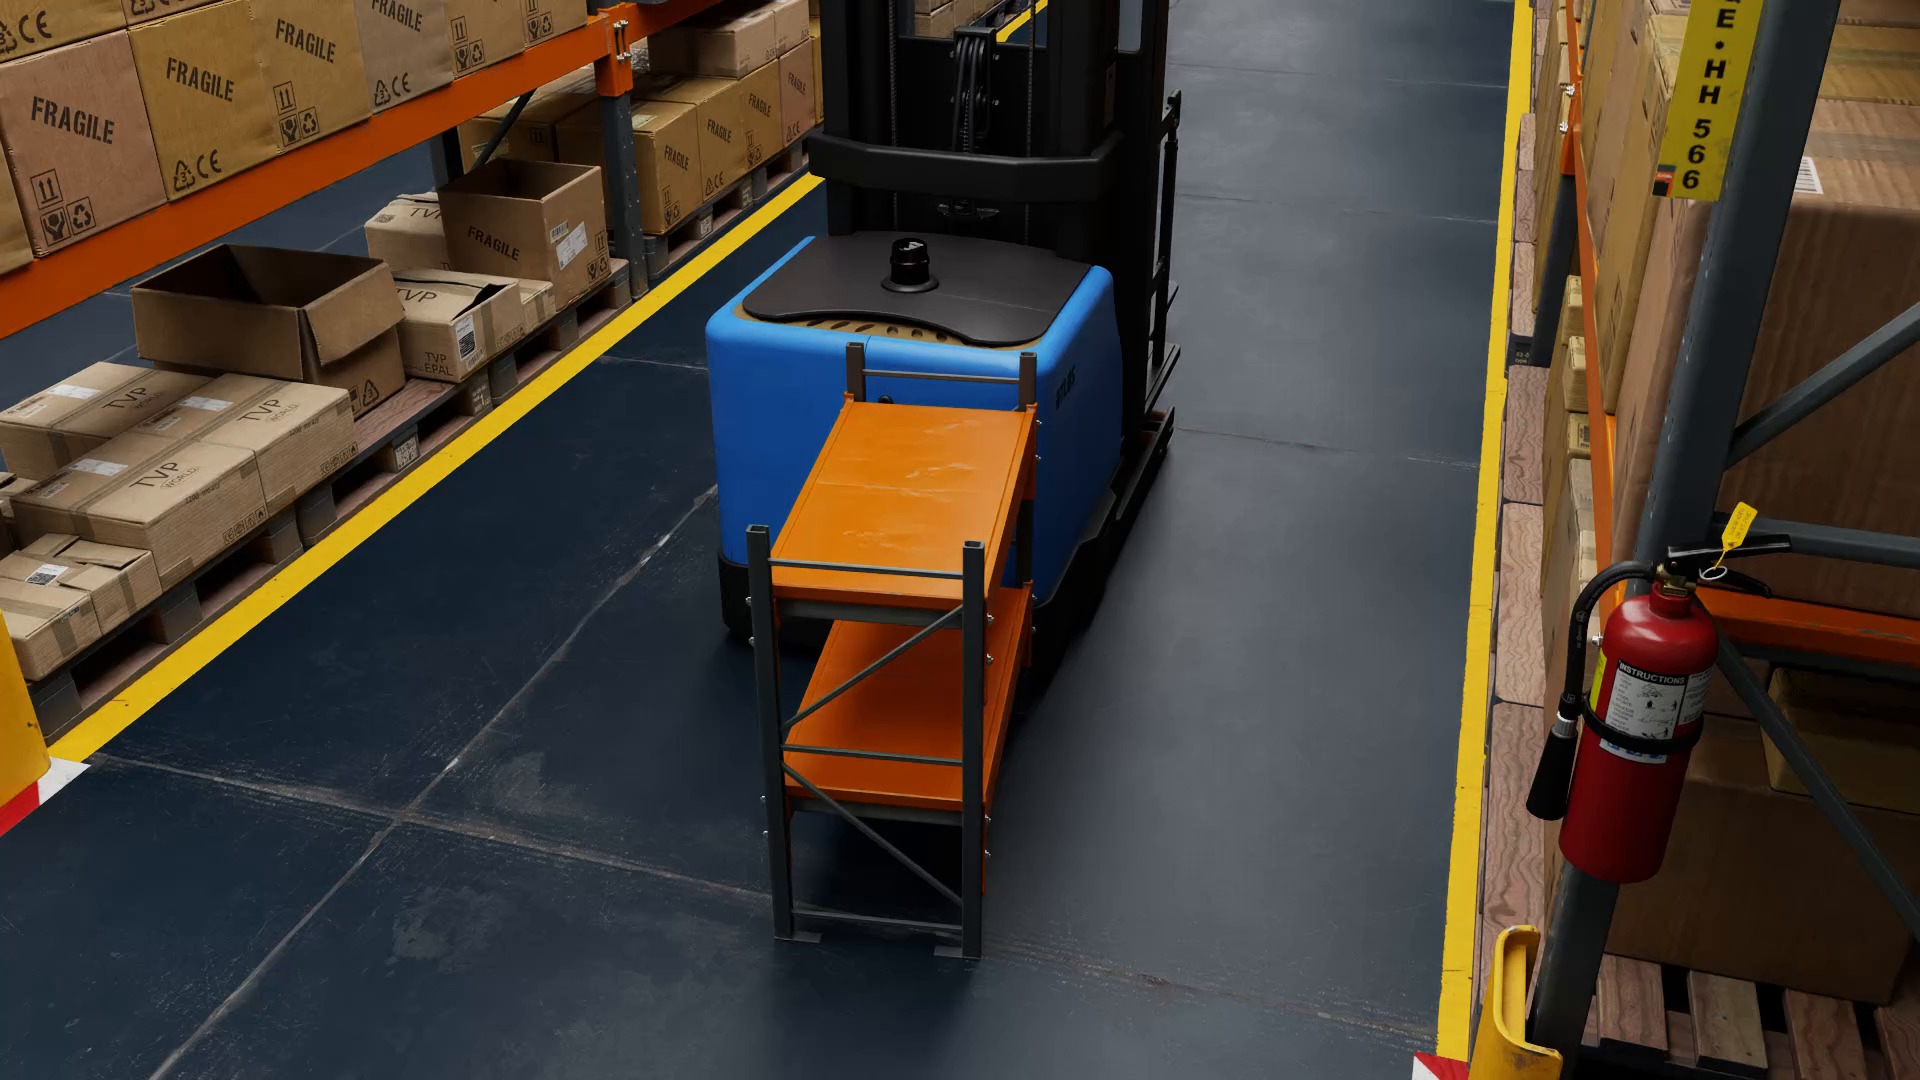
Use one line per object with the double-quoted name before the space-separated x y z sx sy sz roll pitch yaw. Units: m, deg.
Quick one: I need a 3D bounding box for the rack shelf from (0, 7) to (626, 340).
"rack shelf" -2.551 -1.278 5.702 1.077 0.370 4.000 8 30 15

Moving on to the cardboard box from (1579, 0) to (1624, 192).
"cardboard box" 2.379 -1.360 4.800 0.980 0.700 0.700 8 30 14

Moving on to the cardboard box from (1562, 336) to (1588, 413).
"cardboard box" 2.027 -0.483 5.004 0.380 0.149 0.250 8 30 13

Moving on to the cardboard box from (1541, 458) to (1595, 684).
"cardboard box" 2.002 0.145 4.543 0.700 0.500 0.500 8 30 13

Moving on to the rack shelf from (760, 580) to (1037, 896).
"rack shelf" -0.124 0.453 4.282 0.538 0.278 1.000 4 29 7

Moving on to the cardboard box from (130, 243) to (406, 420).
"cardboard box" -2.510 -0.749 6.127 0.797 0.503 0.637 8 30 15

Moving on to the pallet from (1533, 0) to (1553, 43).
"pallet" 4.894 -3.954 12.640 1.003 0.211 1.213 8 30 15

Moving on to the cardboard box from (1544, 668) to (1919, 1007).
"cardboard box" 1.709 0.612 3.704 0.700 0.500 0.500 8 30 15

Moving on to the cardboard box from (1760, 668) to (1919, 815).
"cardboard box" 1.863 0.415 3.391 0.380 0.149 0.250 9 30 15

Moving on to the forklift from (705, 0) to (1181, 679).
"forklift" 0.187 -1.573 5.563 1.130 2.935 3.031 9 30 15

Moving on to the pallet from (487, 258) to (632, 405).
"pallet" -2.166 -0.984 7.302 1.003 0.211 1.213 8 30 15

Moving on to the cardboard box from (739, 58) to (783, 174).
"cardboard box" -1.289 -2.292 8.904 0.500 0.500 0.500 9 30 15

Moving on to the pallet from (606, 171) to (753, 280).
"pallet" -1.761 -1.687 8.565 1.003 0.211 1.213 8 30 15

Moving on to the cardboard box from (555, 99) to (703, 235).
"cardboard box" -1.589 -1.812 8.040 0.500 0.500 0.500 7 30 13

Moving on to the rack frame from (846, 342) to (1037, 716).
"rack frame" -0.050 -0.005 4.602 0.500 1.125 0.032 4 29 7

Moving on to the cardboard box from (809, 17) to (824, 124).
"cardboard box" -0.992 -2.772 9.766 0.500 0.500 0.500 7 30 13

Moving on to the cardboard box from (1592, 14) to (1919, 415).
"cardboard box" 1.942 -0.667 3.555 0.980 0.700 0.700 8 30 14

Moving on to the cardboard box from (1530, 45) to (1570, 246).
"cardboard box" 3.097 -1.795 7.670 0.750 0.750 0.750 9 30 16

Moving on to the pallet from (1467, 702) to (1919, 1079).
"pallet" 1.759 0.878 3.954 1.003 0.211 1.213 8 30 15

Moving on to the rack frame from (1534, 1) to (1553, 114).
"rack frame" 3.947 -3.676 9.272 1.000 3.000 0.127 8 30 15

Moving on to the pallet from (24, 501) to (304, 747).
"pallet" -2.882 0.150 5.264 1.003 0.211 1.213 8 30 15

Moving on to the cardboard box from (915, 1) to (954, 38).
"cardboard box" -0.355 -3.564 11.468 0.500 0.250 0.500 8 30 15

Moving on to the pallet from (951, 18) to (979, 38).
"pallet" -0.511 -3.539 11.895 1.003 0.211 1.213 8 30 15

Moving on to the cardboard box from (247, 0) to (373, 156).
"cardboard box" -2.311 -1.581 5.403 0.500 0.500 0.500 9 30 16

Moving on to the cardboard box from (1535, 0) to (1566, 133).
"cardboard box" 3.606 -2.597 9.111 0.750 0.750 0.750 8 30 14

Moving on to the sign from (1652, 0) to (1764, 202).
"sign" 1.084 -0.651 2.400 0.100 0.325 0.005 8 30 15

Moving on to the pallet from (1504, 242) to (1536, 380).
"pallet" 2.927 -0.967 7.272 1.003 0.211 1.213 8 30 15

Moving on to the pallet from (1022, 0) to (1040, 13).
"pallet" 0.205 -4.673 13.933 1.003 0.211 1.213 8 30 15

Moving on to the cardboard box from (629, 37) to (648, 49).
"cardboard box" -1.645 -2.590 9.439 0.500 0.500 0.500 7 30 13

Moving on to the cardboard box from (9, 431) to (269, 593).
"cardboard box" -2.560 -0.098 5.217 0.500 0.250 0.500 8 30 15

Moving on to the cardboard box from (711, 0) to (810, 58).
"cardboard box" -1.149 -2.837 9.112 0.500 0.250 0.500 8 30 14

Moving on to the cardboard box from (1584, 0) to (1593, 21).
"cardboard box" 2.667 -2.250 6.279 0.500 0.500 0.500 8 30 14

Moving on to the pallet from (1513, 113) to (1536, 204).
"pallet" 3.643 -2.101 9.310 1.003 0.211 1.213 8 30 15

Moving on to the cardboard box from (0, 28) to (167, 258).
"cardboard box" -2.609 -1.116 4.567 0.500 0.500 0.500 8 30 14

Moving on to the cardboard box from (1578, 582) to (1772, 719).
"cardboard box" 1.572 0.242 3.701 0.380 0.149 0.250 8 30 14

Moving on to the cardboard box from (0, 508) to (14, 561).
"cardboard box" -3.214 -0.051 4.874 0.500 0.500 0.500 8 30 15

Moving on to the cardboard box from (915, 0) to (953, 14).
"cardboard box" -0.355 -3.809 11.331 0.500 0.311 0.500 10 30 17

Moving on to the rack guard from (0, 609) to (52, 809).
"rack guard" -3.116 0.394 4.527 1.175 0.500 0.348 8 30 15

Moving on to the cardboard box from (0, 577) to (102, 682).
"cardboard box" -2.686 0.245 4.704 0.380 0.149 0.250 8 30 15

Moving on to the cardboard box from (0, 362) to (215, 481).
"cardboard box" -2.906 -0.379 5.721 0.500 0.250 0.500 8 30 15

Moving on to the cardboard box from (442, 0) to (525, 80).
"cardboard box" -2.015 -2.057 6.259 0.500 0.500 0.500 9 30 16

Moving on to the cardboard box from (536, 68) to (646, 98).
"cardboard box" -1.940 -2.120 8.595 0.500 0.500 0.500 9 30 15

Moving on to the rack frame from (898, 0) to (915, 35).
"rack frame" -0.790 -4.381 10.539 1.000 3.000 0.127 8 30 15

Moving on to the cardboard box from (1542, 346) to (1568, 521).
"cardboard box" 2.305 -0.342 5.418 0.700 0.500 0.500 8 30 14

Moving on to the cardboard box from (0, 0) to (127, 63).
"cardboard box" -2.609 -1.556 4.330 0.500 0.500 0.500 9 30 15

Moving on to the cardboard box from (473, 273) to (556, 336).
"cardboard box" -1.913 -0.980 6.906 0.380 0.149 0.250 8 30 15

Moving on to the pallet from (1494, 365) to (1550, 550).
"pallet" 2.475 -0.256 5.993 1.003 0.211 1.213 8 30 15

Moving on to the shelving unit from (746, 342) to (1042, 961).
"shelving unit" -0.124 0.239 4.163 0.538 1.125 1.048 4 29 7

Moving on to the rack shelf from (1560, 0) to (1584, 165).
"rack shelf" 3.360 -2.432 7.776 1.077 0.370 4.000 8 30 15

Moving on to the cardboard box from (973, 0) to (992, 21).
"cardboard box" -0.062 -4.040 12.324 0.500 0.250 0.500 8 30 14

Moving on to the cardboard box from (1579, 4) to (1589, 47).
"cardboard box" 2.653 -2.034 6.558 0.380 0.149 0.250 9 30 16
